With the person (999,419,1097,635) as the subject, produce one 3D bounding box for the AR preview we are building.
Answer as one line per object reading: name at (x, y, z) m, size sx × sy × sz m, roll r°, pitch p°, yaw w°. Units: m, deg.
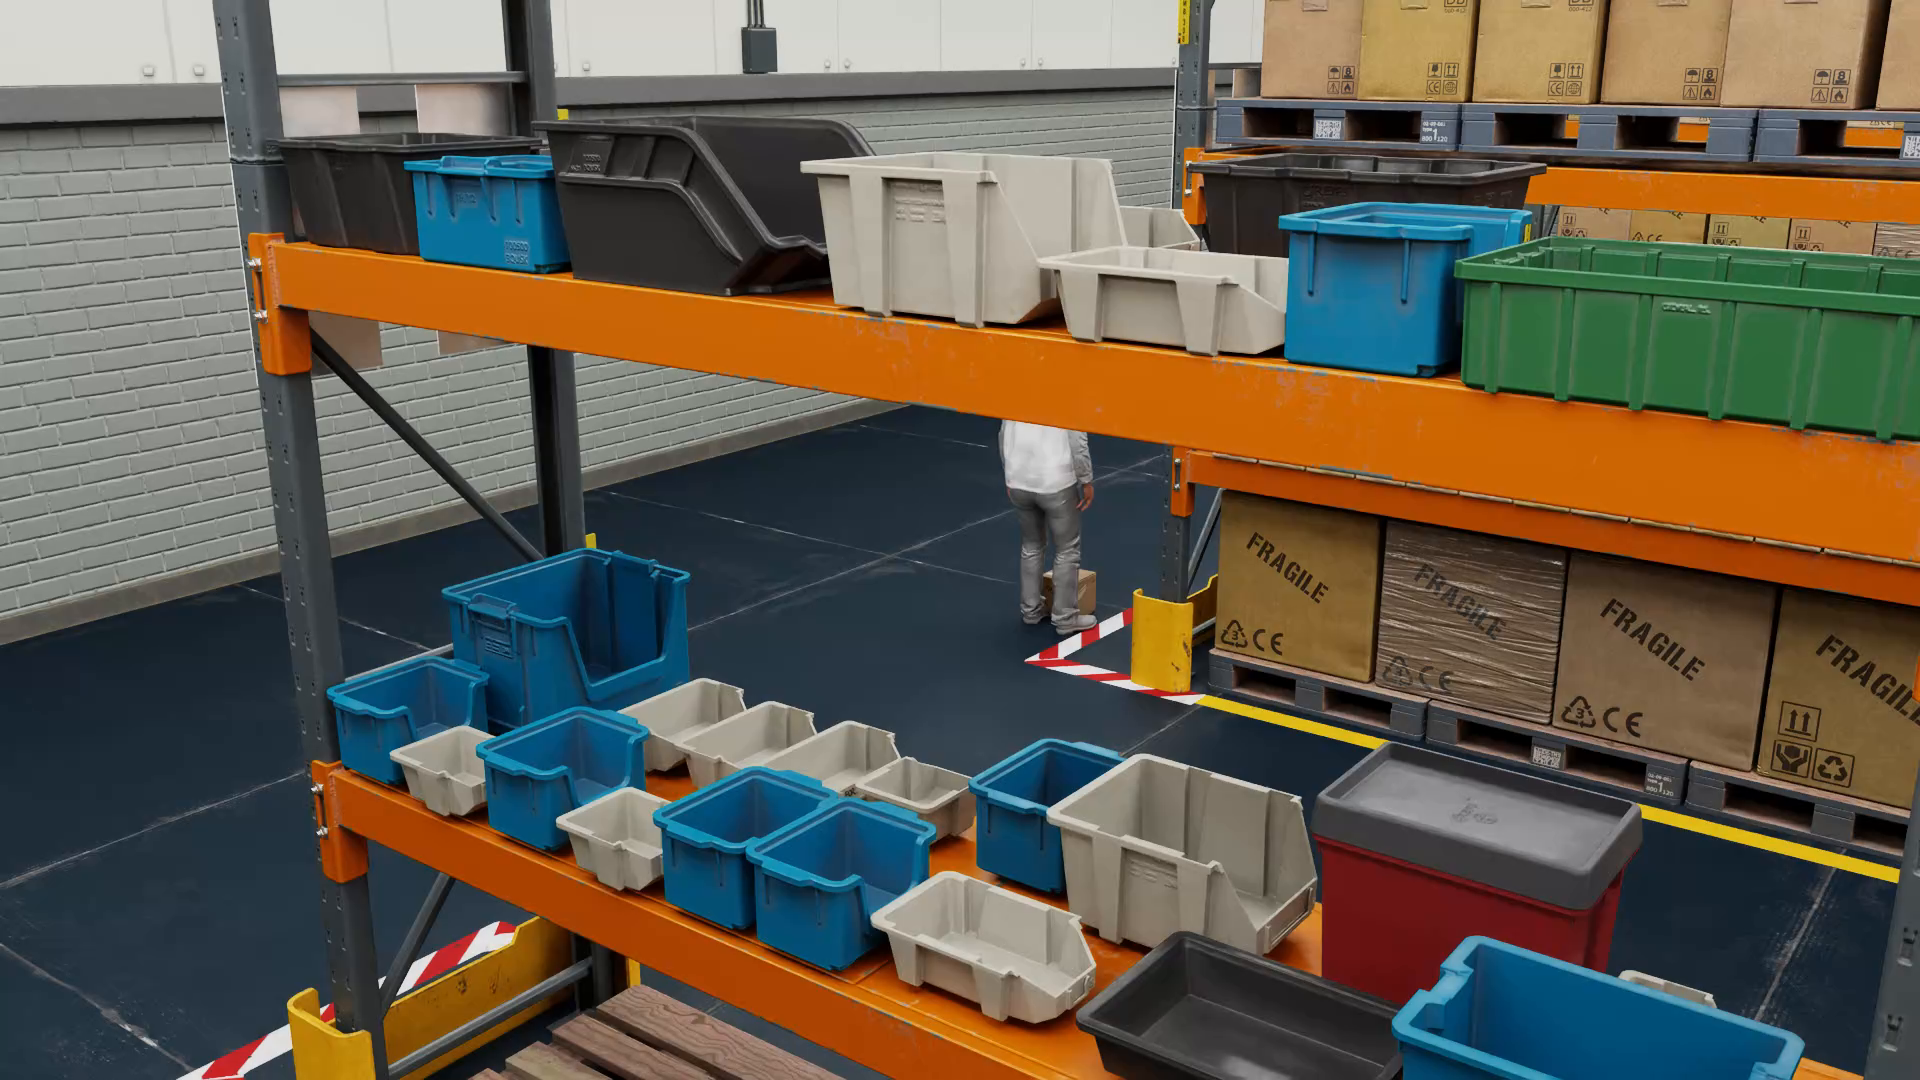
person at (0.501, -0.347, 9.667) m, size 0.589 × 1.772 × 0.464 m, roll 11°, pitch 20°, yaw 33°
